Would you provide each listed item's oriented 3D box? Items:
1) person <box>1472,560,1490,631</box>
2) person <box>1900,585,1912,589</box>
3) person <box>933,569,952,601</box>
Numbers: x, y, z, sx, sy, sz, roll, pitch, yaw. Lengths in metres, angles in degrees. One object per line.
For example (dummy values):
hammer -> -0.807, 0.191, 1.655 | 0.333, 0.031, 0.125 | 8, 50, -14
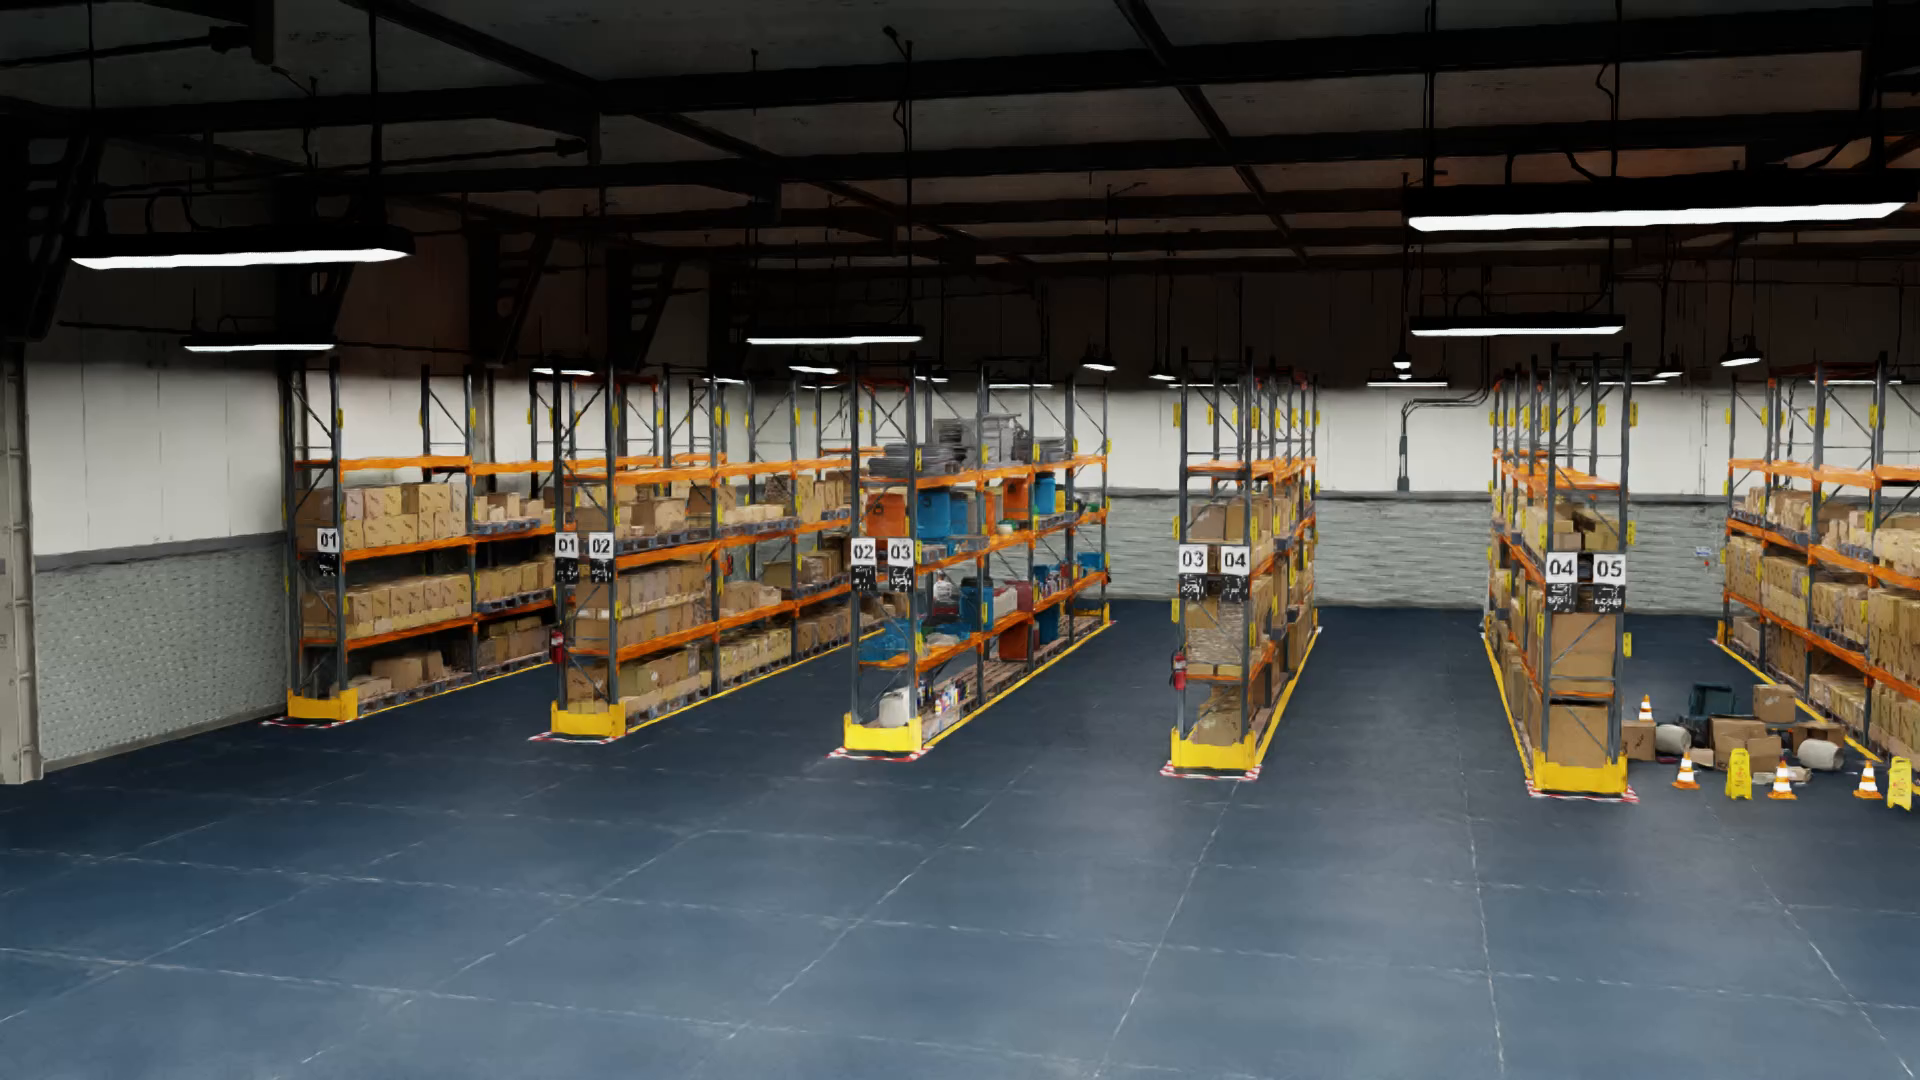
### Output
person -> 12.485, 1.252, 38.959 | 0.712, 1.773, 0.601 | -2, 5, -23
person -> 22.258, 1.252, 39.269 | 0.619, 1.762, 0.593 | -2, 4, -20
person -> -0.427, 1.503, 35.576 | 0.593, 1.744, 0.651 | 3, 5, 38
